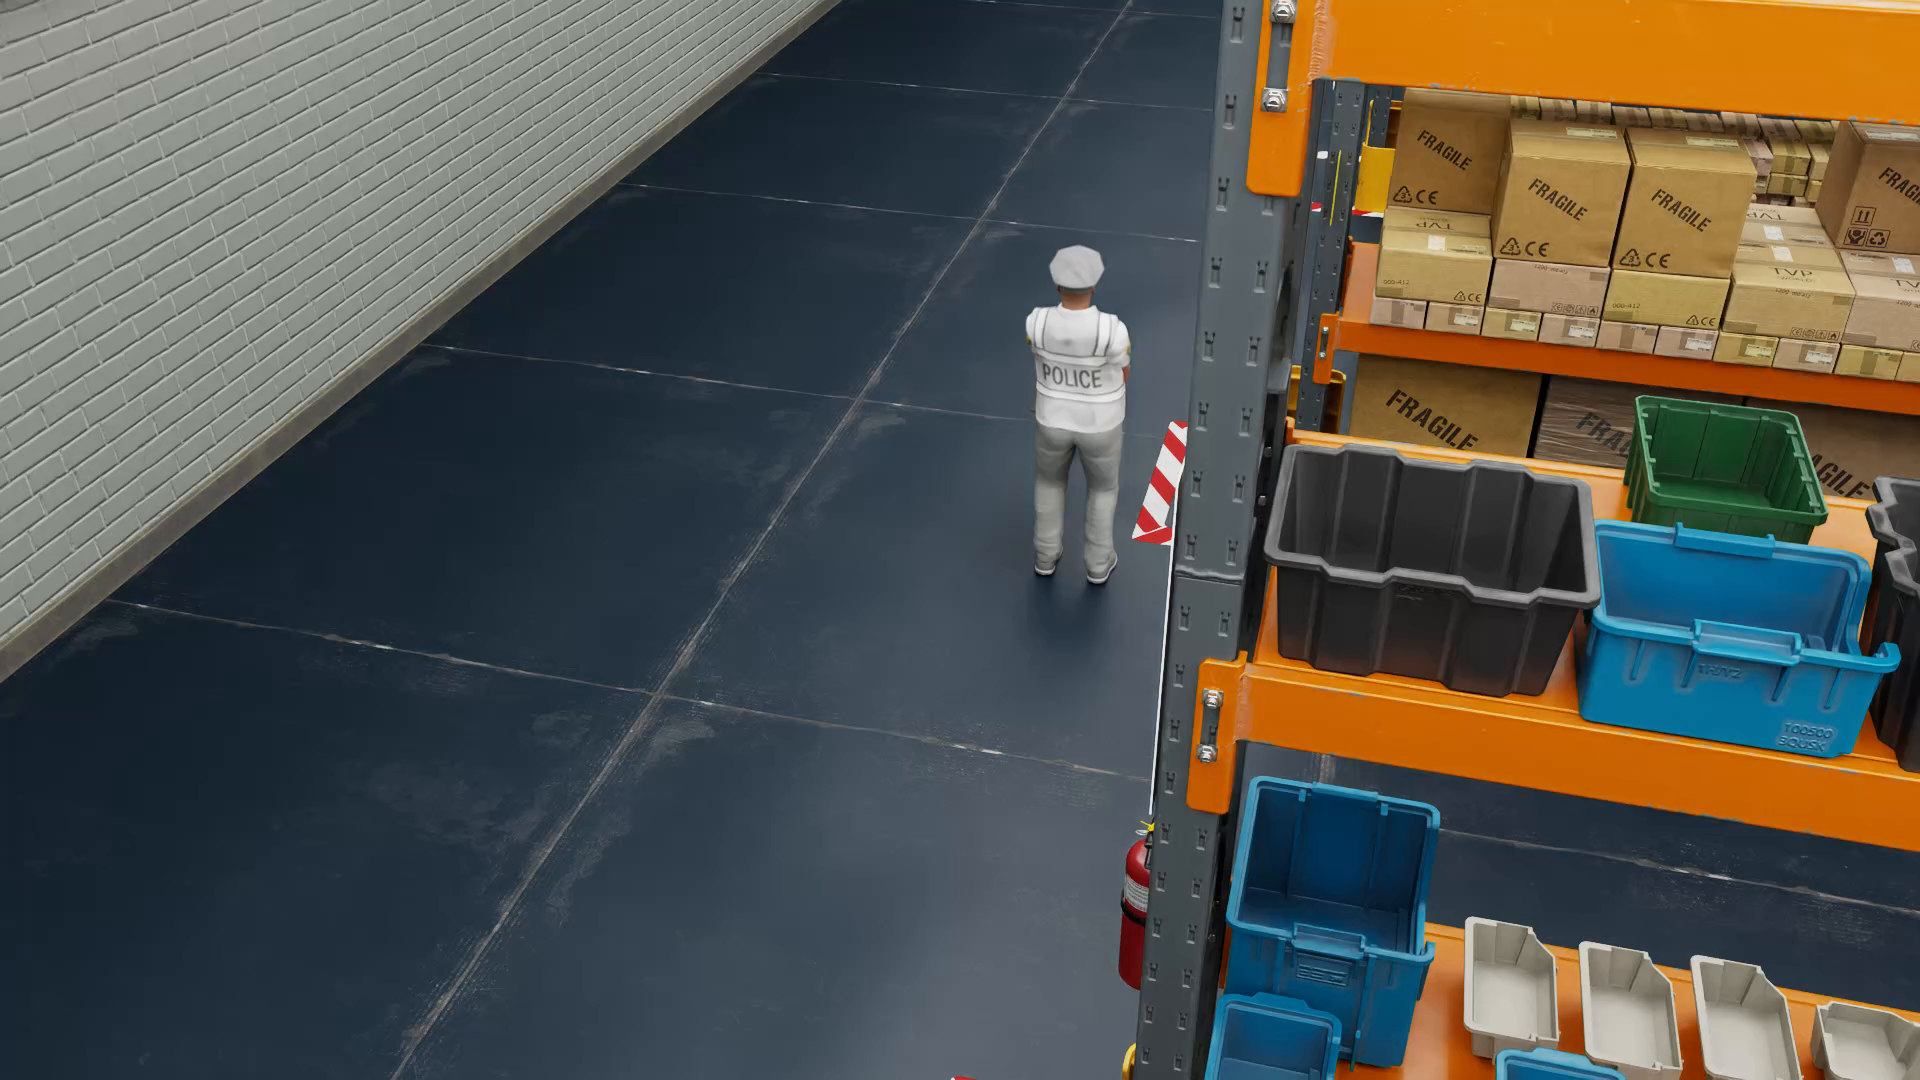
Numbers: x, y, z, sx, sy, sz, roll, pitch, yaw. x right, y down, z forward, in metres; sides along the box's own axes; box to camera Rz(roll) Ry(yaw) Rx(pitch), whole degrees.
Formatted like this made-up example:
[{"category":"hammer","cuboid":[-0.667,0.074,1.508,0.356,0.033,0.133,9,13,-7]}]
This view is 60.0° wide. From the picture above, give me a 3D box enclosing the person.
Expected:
[{"category":"person","cuboid":[0.581,-0.636,8.114,0.494,1.761,0.565,9,34,13]}]
